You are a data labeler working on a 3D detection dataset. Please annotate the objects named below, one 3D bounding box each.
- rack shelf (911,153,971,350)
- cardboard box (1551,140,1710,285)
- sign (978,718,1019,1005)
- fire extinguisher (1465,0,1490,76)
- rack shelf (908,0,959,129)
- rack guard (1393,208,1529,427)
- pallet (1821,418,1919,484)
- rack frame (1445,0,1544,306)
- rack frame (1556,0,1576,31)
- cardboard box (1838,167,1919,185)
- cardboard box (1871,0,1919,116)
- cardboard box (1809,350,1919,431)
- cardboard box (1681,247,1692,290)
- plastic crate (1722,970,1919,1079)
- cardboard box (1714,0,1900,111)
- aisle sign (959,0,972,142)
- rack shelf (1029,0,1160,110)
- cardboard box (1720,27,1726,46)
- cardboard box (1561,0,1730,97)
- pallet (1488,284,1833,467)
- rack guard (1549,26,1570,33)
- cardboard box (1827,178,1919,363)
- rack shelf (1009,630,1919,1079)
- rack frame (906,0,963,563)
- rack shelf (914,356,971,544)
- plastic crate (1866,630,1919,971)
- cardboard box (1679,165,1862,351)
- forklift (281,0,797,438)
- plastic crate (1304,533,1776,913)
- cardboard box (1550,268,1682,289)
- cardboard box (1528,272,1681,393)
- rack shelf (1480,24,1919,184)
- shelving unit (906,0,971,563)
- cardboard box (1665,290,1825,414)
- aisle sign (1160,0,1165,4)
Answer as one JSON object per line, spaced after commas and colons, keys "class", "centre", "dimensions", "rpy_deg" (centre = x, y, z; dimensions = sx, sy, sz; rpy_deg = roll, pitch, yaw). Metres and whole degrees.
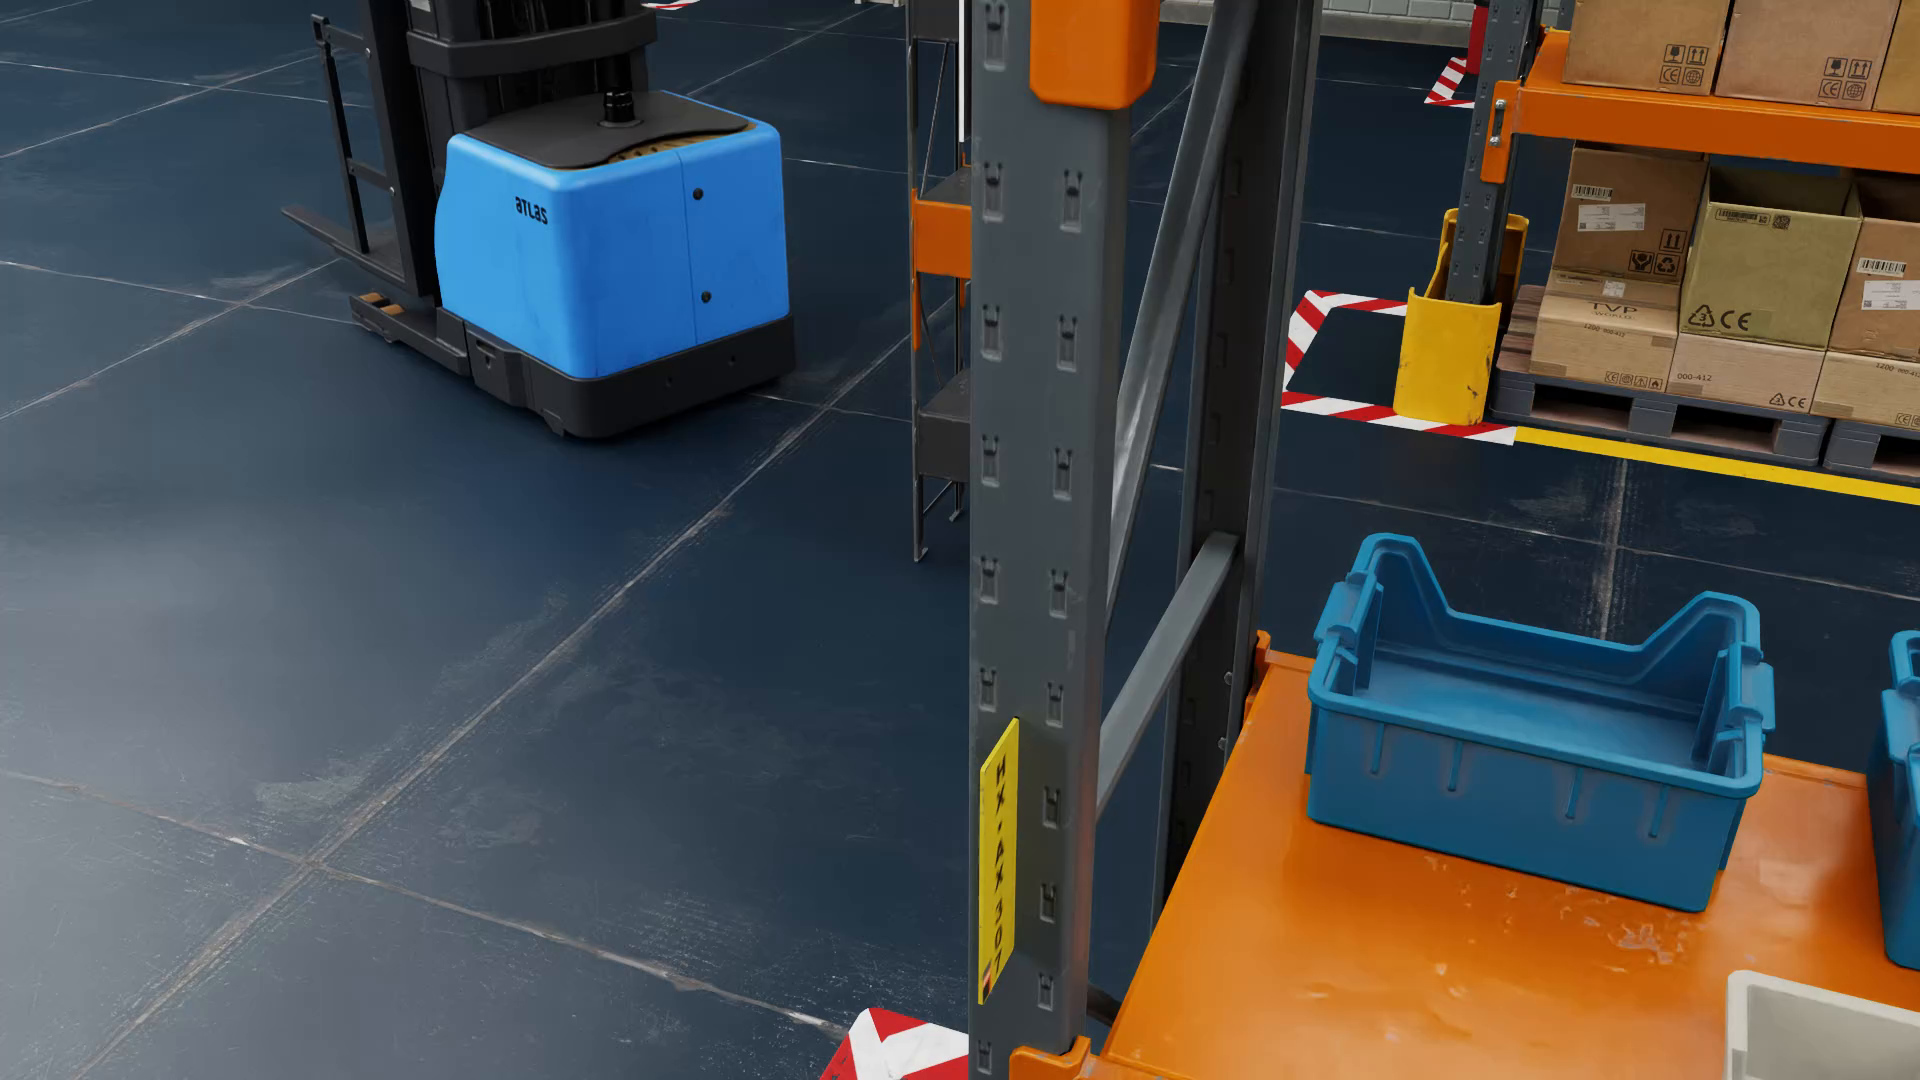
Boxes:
{"class": "rack shelf", "centre": [0.153, -0.872, 5.186], "dimensions": [0.480, 0.518, 0.431], "rpy_deg": [11, 31, 19]}
{"class": "cardboard box", "centre": [2.727, -1.385, 6.757], "dimensions": [0.500, 0.500, 0.500], "rpy_deg": [11, 31, 19]}
{"class": "sign", "centre": [0.041, 0.351, 1.799], "dimensions": [0.005, 0.325, 0.100], "rpy_deg": [11, 31, 19]}
{"class": "fire extinguisher", "centre": [2.183, -2.236, 6.736], "dimensions": [0.183, 0.674, 0.296], "rpy_deg": [11, 31, 19]}
{"class": "rack shelf", "centre": [0.153, -1.481, 4.841], "dimensions": [0.480, 0.518, 0.431], "rpy_deg": [11, 31, 19]}
{"class": "rack guard", "centre": [2.096, -0.952, 6.927], "dimensions": [0.348, 0.500, 1.175], "rpy_deg": [11, 31, 19]}
{"class": "pallet", "centre": [3.969, -0.473, 6.373], "dimensions": [1.213, 0.211, 1.003], "rpy_deg": [11, 31, 19]}
{"class": "rack frame", "centre": [2.118, -2.036, 6.304], "dimensions": [0.127, 3.000, 1.000], "rpy_deg": [11, 31, 19]}
{"class": "rack frame", "centre": [3.977, -4.295, 10.301], "dimensions": [0.127, 3.000, 1.000], "rpy_deg": [11, 31, 19]}
{"class": "cardboard box", "centre": [3.659, -1.207, 6.442], "dimensions": [0.500, 0.500, 0.500], "rpy_deg": [11, 31, 19]}
{"class": "cardboard box", "centre": [3.492, -1.798, 5.781], "dimensions": [0.500, 0.500, 0.700], "rpy_deg": [12, 31, 19]}
{"class": "cardboard box", "centre": [3.459, -0.638, 6.197], "dimensions": [0.500, 0.250, 0.500], "rpy_deg": [11, 31, 19]}
{"class": "cardboard box", "centre": [3.194, -0.970, 6.786], "dimensions": [0.500, 0.250, 0.500], "rpy_deg": [11, 31, 19]}
{"class": "plastic crate", "centre": [0.960, 0.649, 1.822], "dimensions": [0.250, 0.136, 0.298], "rpy_deg": [11, 31, 19]}
{"class": "cardboard box", "centre": [3.034, -1.892, 5.948], "dimensions": [0.500, 0.500, 0.700], "rpy_deg": [12, 32, 20]}
{"class": "aisle sign", "centre": [0.075, -0.790, 1.457], "dimensions": [0.004, 0.787, 0.394], "rpy_deg": [11, 31, 19]}
{"class": "rack shelf", "centre": [2.105, -0.401, 1.094], "dimensions": [4.000, 0.370, 1.077], "rpy_deg": [11, 31, 19]}
{"class": "cardboard box", "centre": [4.584, -3.147, 10.556], "dimensions": [0.500, 0.311, 0.500], "rpy_deg": [8, 30, 13]}
{"class": "cardboard box", "centre": [2.546, -1.987, 6.116], "dimensions": [0.500, 0.500, 0.700], "rpy_deg": [11, 31, 19]}
{"class": "pallet", "centre": [2.842, -0.700, 6.774], "dimensions": [1.213, 0.211, 1.003], "rpy_deg": [11, 31, 19]}
{"class": "rack guard", "centre": [4.047, -3.193, 10.891], "dimensions": [0.348, 0.500, 1.175], "rpy_deg": [11, 31, 19]}
{"class": "cardboard box", "centre": [3.463, -0.969, 6.022], "dimensions": [0.500, 0.500, 0.500], "rpy_deg": [11, 31, 19]}
{"class": "rack shelf", "centre": [2.105, 0.905, 1.832], "dimensions": [4.000, 0.370, 1.077], "rpy_deg": [11, 31, 19]}
{"class": "rack frame", "centre": [-0.073, -0.929, 5.259], "dimensions": [0.015, 2.100, 0.400], "rpy_deg": [11, 31, 19]}
{"class": "rack shelf", "centre": [0.153, -0.262, 5.530], "dimensions": [0.480, 0.518, 0.431], "rpy_deg": [11, 31, 19]}
{"class": "plastic crate", "centre": [1.428, 0.365, 2.206], "dimensions": [0.408, 0.251, 0.499], "rpy_deg": [11, 31, 19]}
{"class": "cardboard box", "centre": [2.995, -1.056, 6.176], "dimensions": [0.500, 0.500, 0.500], "rpy_deg": [11, 31, 19]}
{"class": "forklift", "centre": [-2.058, -2.291, 6.825], "dimensions": [1.130, 2.935, 3.031], "rpy_deg": [-25, 38, -37]}
{"class": "plastic crate", "centre": [0.828, 0.243, 2.423], "dimensions": [0.616, 0.251, 0.499], "rpy_deg": [11, 31, 19]}
{"class": "cardboard box", "centre": [2.726, -1.057, 6.940], "dimensions": [0.500, 0.250, 0.500], "rpy_deg": [11, 31, 19]}
{"class": "cardboard box", "centre": [2.531, -0.821, 6.522], "dimensions": [0.500, 0.250, 0.500], "rpy_deg": [11, 31, 19]}
{"class": "rack shelf", "centre": [3.971, -1.353, 5.826], "dimensions": [4.000, 0.370, 1.077], "rpy_deg": [11, 31, 19]}
{"class": "shelving unit", "centre": [0.153, -0.883, 5.179], "dimensions": [0.503, 2.100, 0.431], "rpy_deg": [11, 31, 19]}
{"class": "cardboard box", "centre": [2.996, -0.730, 6.362], "dimensions": [0.500, 0.250, 0.500], "rpy_deg": [11, 31, 19]}
{"class": "aisle sign", "centre": [0.297, -1.059, 1.933], "dimensions": [0.004, 0.787, 0.394], "rpy_deg": [11, 31, 19]}
